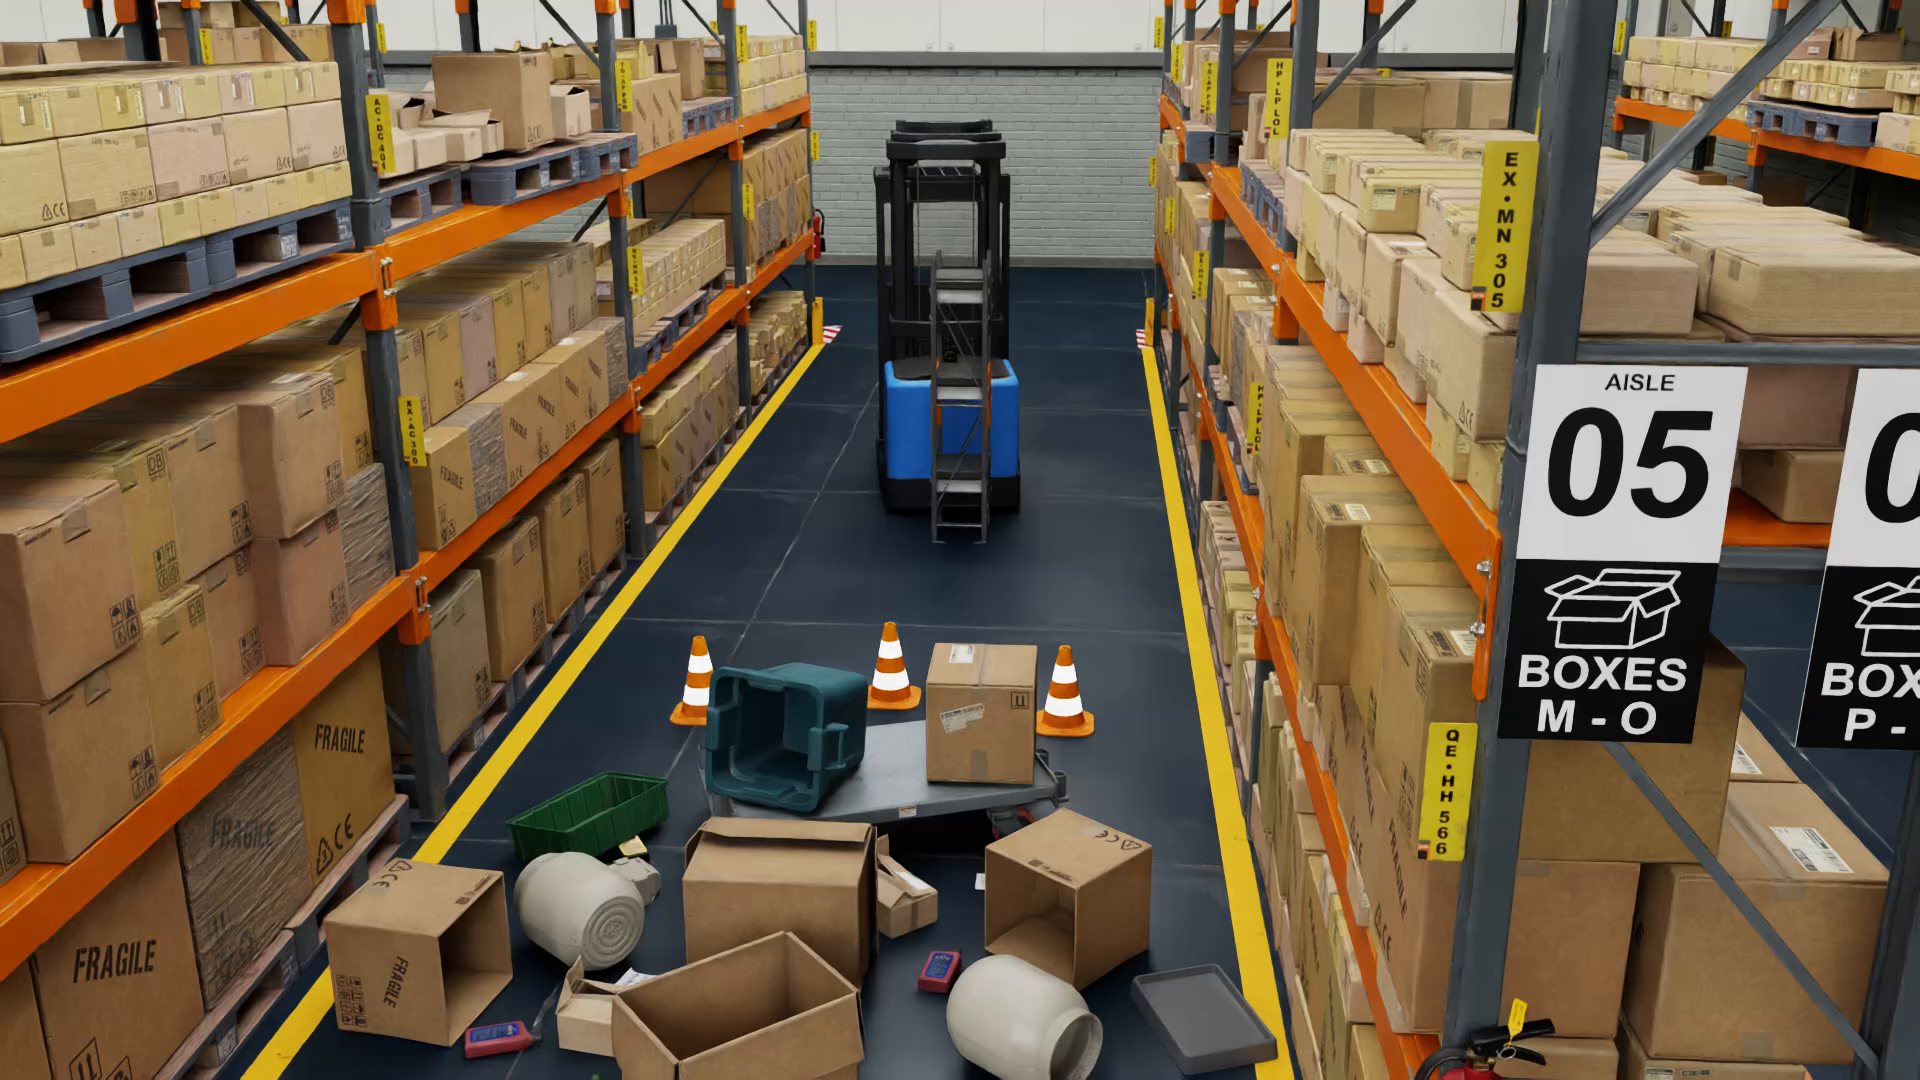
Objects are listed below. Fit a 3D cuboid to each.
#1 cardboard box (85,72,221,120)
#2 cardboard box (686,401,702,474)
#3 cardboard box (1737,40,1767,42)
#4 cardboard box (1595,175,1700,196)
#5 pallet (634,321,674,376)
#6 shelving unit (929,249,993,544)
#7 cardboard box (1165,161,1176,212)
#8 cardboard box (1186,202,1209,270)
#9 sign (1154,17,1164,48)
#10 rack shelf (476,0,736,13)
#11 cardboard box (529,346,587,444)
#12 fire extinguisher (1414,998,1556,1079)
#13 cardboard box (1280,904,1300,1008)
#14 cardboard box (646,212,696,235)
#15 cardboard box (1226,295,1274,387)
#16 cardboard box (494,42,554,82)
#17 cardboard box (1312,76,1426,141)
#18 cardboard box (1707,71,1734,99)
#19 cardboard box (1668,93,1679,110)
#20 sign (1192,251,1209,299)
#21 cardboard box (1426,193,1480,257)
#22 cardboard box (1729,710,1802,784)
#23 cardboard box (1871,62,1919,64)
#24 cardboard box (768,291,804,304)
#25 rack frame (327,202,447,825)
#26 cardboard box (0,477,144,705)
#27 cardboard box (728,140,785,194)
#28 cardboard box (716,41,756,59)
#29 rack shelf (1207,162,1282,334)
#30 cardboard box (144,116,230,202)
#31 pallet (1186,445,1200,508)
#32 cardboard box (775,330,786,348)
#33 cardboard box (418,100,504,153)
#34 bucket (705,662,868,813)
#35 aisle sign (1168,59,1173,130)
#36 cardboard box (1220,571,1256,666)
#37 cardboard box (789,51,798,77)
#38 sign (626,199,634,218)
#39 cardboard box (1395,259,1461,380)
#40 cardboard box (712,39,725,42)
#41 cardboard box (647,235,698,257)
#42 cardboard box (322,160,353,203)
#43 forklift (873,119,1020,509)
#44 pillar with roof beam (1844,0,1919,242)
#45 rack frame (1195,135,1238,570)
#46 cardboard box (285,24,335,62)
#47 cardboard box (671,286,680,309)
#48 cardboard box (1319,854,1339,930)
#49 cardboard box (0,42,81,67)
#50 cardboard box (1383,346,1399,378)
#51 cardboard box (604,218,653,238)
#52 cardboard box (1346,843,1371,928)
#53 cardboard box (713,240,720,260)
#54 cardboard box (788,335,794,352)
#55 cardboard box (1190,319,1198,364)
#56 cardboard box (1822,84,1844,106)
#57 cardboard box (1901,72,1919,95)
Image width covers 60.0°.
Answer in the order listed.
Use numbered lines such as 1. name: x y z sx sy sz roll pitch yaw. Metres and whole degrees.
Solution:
1. cardboard box: -2.838 -1.555 5.822 0.380 0.149 0.250 1 18 4
2. cardboard box: -2.401 -0.842 13.516 0.500 0.500 0.500 1 18 3
3. cardboard box: 7.818 -4.709 16.120 0.500 0.250 0.500 1 18 4
4. cardboard box: 1.970 -1.000 4.963 0.380 0.149 0.250 2 18 5
5. pallet: -2.826 -1.433 12.288 1.213 0.211 1.003 1 18 4
6. shelving unit: 0.012 -1.049 12.253 0.431 2.100 0.503 1 18 4
7. cardboard box: 2.290 -3.455 16.384 0.500 0.500 0.500 2 18 5
8. cardboard box: 2.064 -2.381 13.107 0.500 0.500 0.500 1 18 3
9. sign: 2.194 -5.599 18.345 0.100 0.325 0.005 1 18 4
10. rack shelf: -2.627 -4.241 12.712 1.077 0.370 4.000 1 18 4
11. cardboard box: -2.608 -0.892 10.168 0.500 0.500 0.500 1 18 3
12. fire extinguisher: 1.132 1.325 3.686 0.296 0.674 0.183 1 18 4
13. cardboard box: 1.513 1.636 6.355 0.500 0.250 0.500 1 18 3
14. cardboard box: -2.731 -2.889 15.783 0.500 0.500 0.500 1 18 4
15. cardboard box: 1.849 -1.148 9.798 0.500 0.500 0.500 2 18 5
16. cardboard box: -3.001 -3.269 11.375 0.396 0.266 0.258 1 18 4
17. cardboard box: 1.801 -1.954 7.514 0.500 0.250 0.500 2 18 5
18. cardboard box: 7.223 -4.167 15.269 0.500 0.250 0.500 1 18 2
19. cardboard box: 7.237 -4.335 16.422 0.380 0.149 0.250 1 18 4
20. sign: 1.620 -1.783 11.189 0.100 0.325 0.005 1 18 4
21. cardboard box: 1.481 -0.846 4.493 0.380 0.149 0.250 1 18 4
22. cardboard box: 1.945 0.772 4.611 0.500 0.500 0.500 2 18 6
23. cardboard box: 7.473 -3.714 13.214 0.380 0.149 0.250 2 18 5
24. cardboard box: -1.983 -2.743 18.925 0.380 0.149 0.250 1 18 5
25. rack frame: -3.058 -0.059 7.784 1.000 3.000 0.127 1 18 4
26. cardboard box: -3.156 0.141 5.200 0.875 0.550 0.550 1 18 4
27. cardboard box: -2.081 -3.818 17.015 0.500 0.500 0.500 1 18 2
28. cardboard box: -2.143 -4.652 15.783 0.380 0.149 0.250 1 18 2
29. rack shelf: 2.030 -1.684 9.084 1.077 0.370 4.000 1 18 4
30. cardboard box: -2.911 -1.330 5.776 0.500 0.250 0.500 1 18 3
31. pallet: 2.396 -0.518 13.664 1.003 0.211 1.213 1 18 4
32. cardboard box: -2.039 -2.113 17.482 0.380 0.149 0.250 1 18 4
33. cardboard box: -2.712 -2.244 9.016 0.396 0.266 0.258 1 18 4
34. bucket: -0.768 0.868 7.771 0.726 0.611 0.620 8 10 23
35. aisle sign: 2.463 -4.971 18.600 0.394 0.787 0.004 1 18 4
36. cardboard box: 2.018 0.467 9.725 0.950 0.372 0.625 2 18 6
37. cardboard box: -2.012 -5.070 17.698 0.500 0.250 0.500 1 18 2
38. sign: -3.026 -2.964 15.262 0.100 0.325 0.005 1 18 4
39. cardboard box: 1.419 -0.553 4.241 0.500 0.250 0.500 1 18 3
40. cardboard box: -2.588 -4.989 16.813 0.380 0.149 0.250 2 18 6
41. cardboard box: -2.397 -2.456 13.873 0.380 0.149 0.250 1 18 2
42. cardboard box: -2.765 -1.491 6.908 0.380 0.149 0.250 1 18 4
43. forklift: -0.157 -2.047 13.962 1.130 2.935 3.031 -1 18 -4
44. pillar with roof beam: 4.067 -5.497 14.749 9.100 9.000 0.400 1 18 4
45. rack frame: 2.174 -1.222 11.334 1.000 3.000 0.127 1 18 4
46. cardboard box: -7.121 -5.485 18.532 0.700 0.500 0.500 0 18 1
47. cardboard box: -2.444 -1.927 13.217 0.380 0.149 0.250 2 18 5
48. cardboard box: 1.399 1.175 5.514 0.380 0.149 0.250 2 18 6
49. cardboard box: -7.586 -3.752 13.399 0.797 0.503 0.637 1 18 3
50. cardboard box: 1.466 -0.557 4.893 0.380 0.149 0.250 1 18 2
51. cardboard box: -2.971 -2.794 14.906 0.380 0.149 0.250 2 18 7
52. cardboard box: 1.349 1.020 4.895 0.380 0.149 0.250 2 18 5
53. cardboard box: -2.333 -2.555 14.654 0.380 0.149 0.250 1 18 4
54. cardboard box: -2.010 -2.142 18.048 0.380 0.149 0.250 0 18 1
55. cardboard box: 1.972 -1.472 12.340 0.500 0.250 0.500 2 18 5
56. cardboard box: 6.896 -3.428 12.818 0.380 0.149 0.250 2 18 5
57. cardboard box: 6.932 -3.235 11.784 0.380 0.149 0.250 1 18 3
